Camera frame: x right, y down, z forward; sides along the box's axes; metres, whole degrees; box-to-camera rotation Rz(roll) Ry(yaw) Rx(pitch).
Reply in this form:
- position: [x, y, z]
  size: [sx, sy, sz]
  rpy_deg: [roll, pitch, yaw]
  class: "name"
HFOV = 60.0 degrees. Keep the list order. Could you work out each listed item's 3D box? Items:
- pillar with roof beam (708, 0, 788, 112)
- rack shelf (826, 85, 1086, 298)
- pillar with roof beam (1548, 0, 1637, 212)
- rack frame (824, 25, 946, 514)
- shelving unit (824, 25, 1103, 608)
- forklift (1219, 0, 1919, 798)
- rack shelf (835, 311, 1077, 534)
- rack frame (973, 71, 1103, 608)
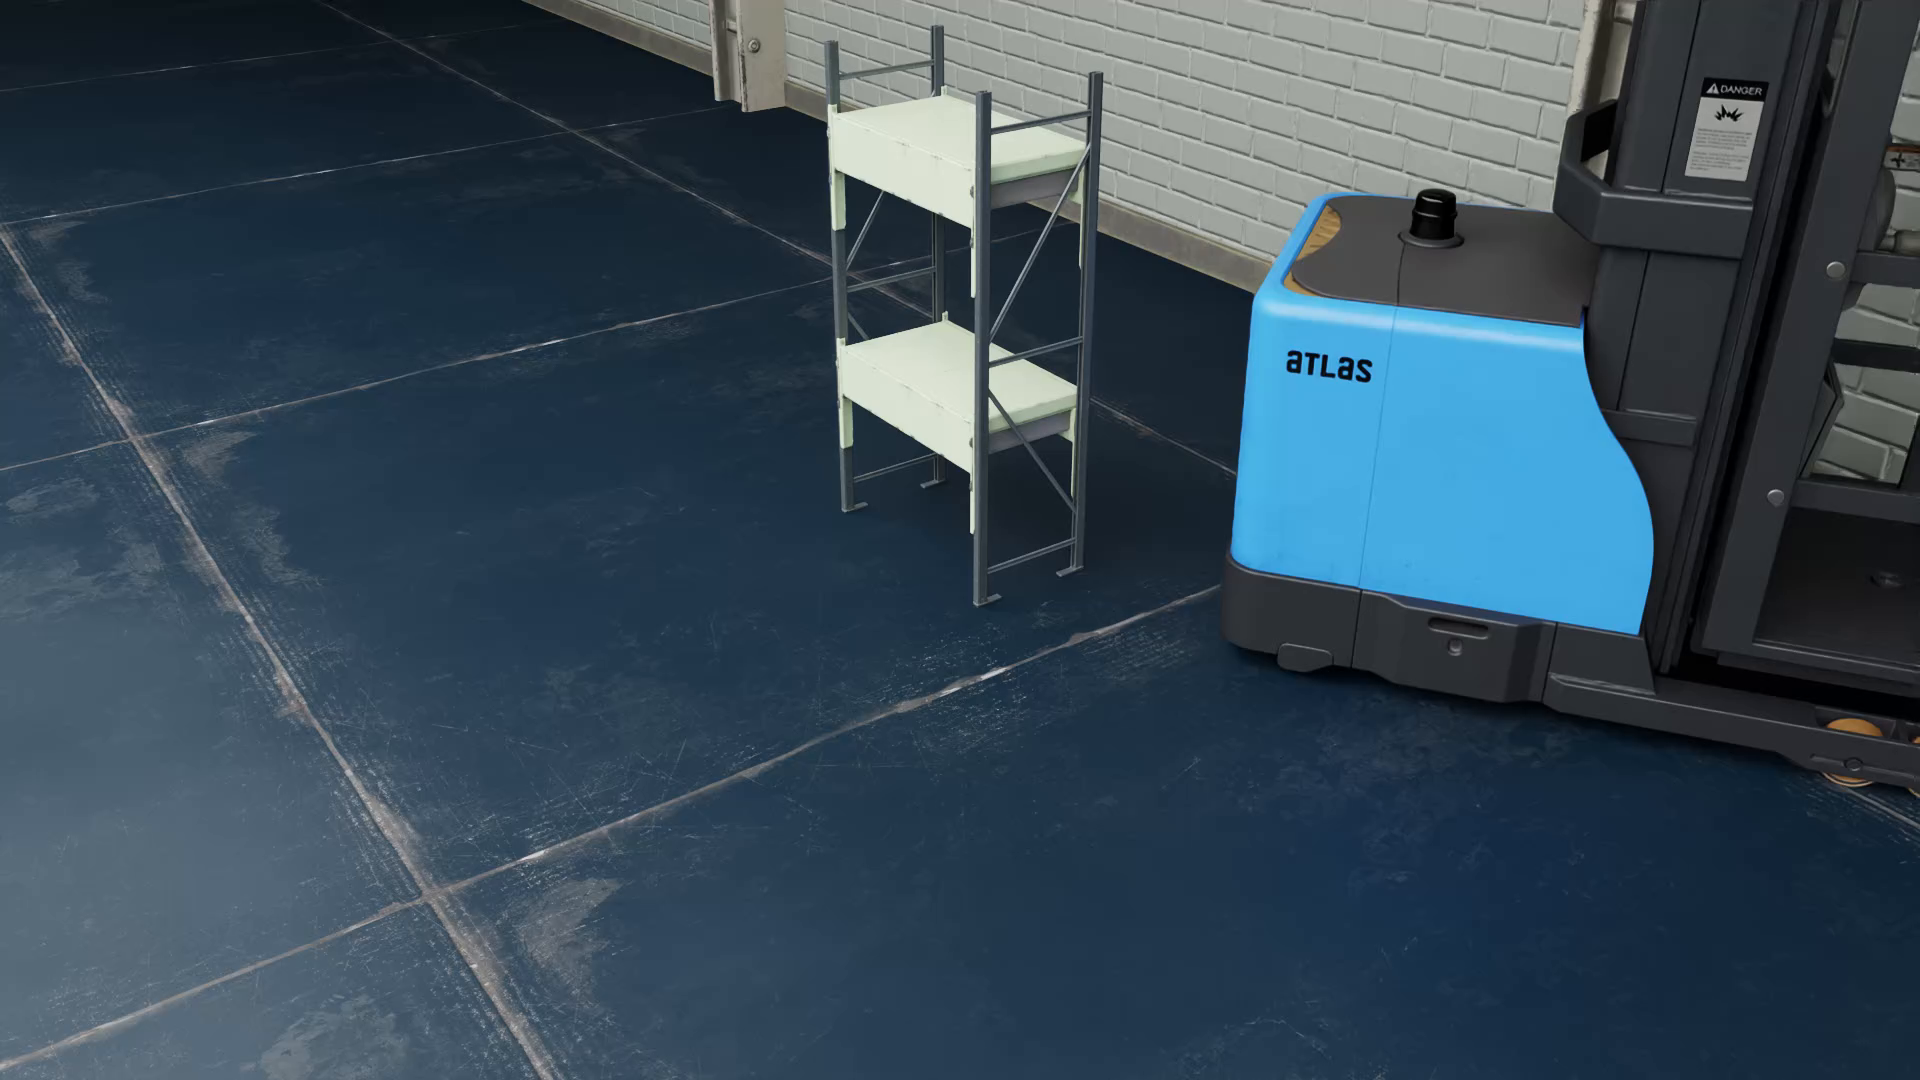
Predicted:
- position: [-4.780, -5.446, 5.848]
  size: [9.100, 9.000, 0.400]
  rpy_deg: [-19, 34, -31]
  class: "pillar with roof beam"
- position: [-0.004, -1.005, 4.711]
  size: [0.431, 0.370, 0.720]
  rpy_deg: [-19, 34, -31]
  class: "rack shelf"
- position: [-1.300, -3.113, 1.553]
  size: [9.100, 9.000, 0.400]
  rpy_deg: [-19, 34, -31]
  class: "pillar with roof beam"
- position: [-0.216, -0.804, 5.159]
  size: [0.400, 1.500, 0.023]
  rpy_deg: [-19, 34, -31]
  class: "rack frame"
- position: [-0.004, -0.662, 4.897]
  size: [0.431, 1.500, 0.755]
  rpy_deg: [-19, 34, -31]
  class: "shelving unit"
- position: [2.296, -0.932, 3.894]
  size: [3.031, 2.935, 1.130]
  rpy_deg: [10, 30, 17]
  class: "forklift"
- position: [-0.004, -0.375, 5.052]
  size: [0.431, 0.370, 0.720]
  rpy_deg: [-19, 34, -31]
  class: "rack shelf"
- position: [0.208, -0.519, 4.635]
  size: [0.400, 1.500, 0.023]
  rpy_deg: [-19, 34, -31]
  class: "rack frame"
